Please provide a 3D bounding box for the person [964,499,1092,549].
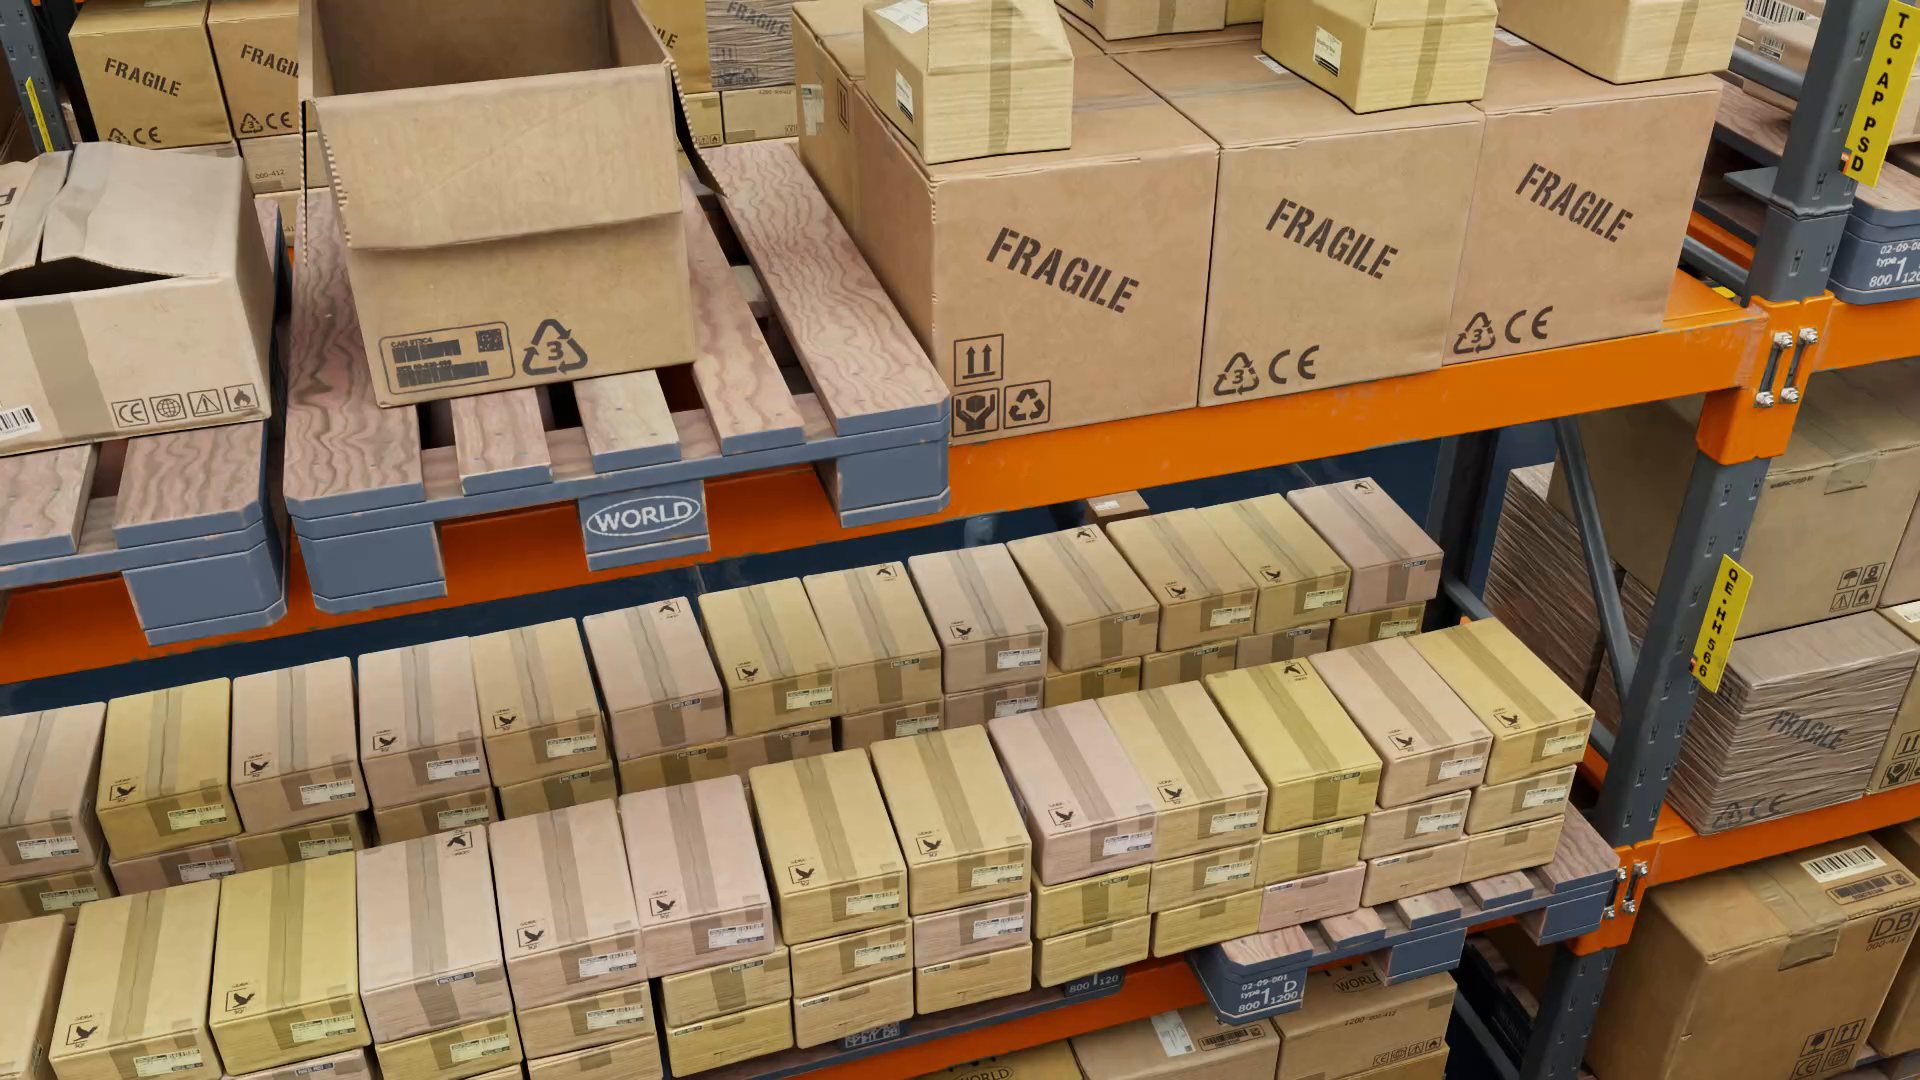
[{"bbox_3d":[0.295,-0.599,7.001,0.614,1.745,0.816,13,36,19],"label":"person"}]
